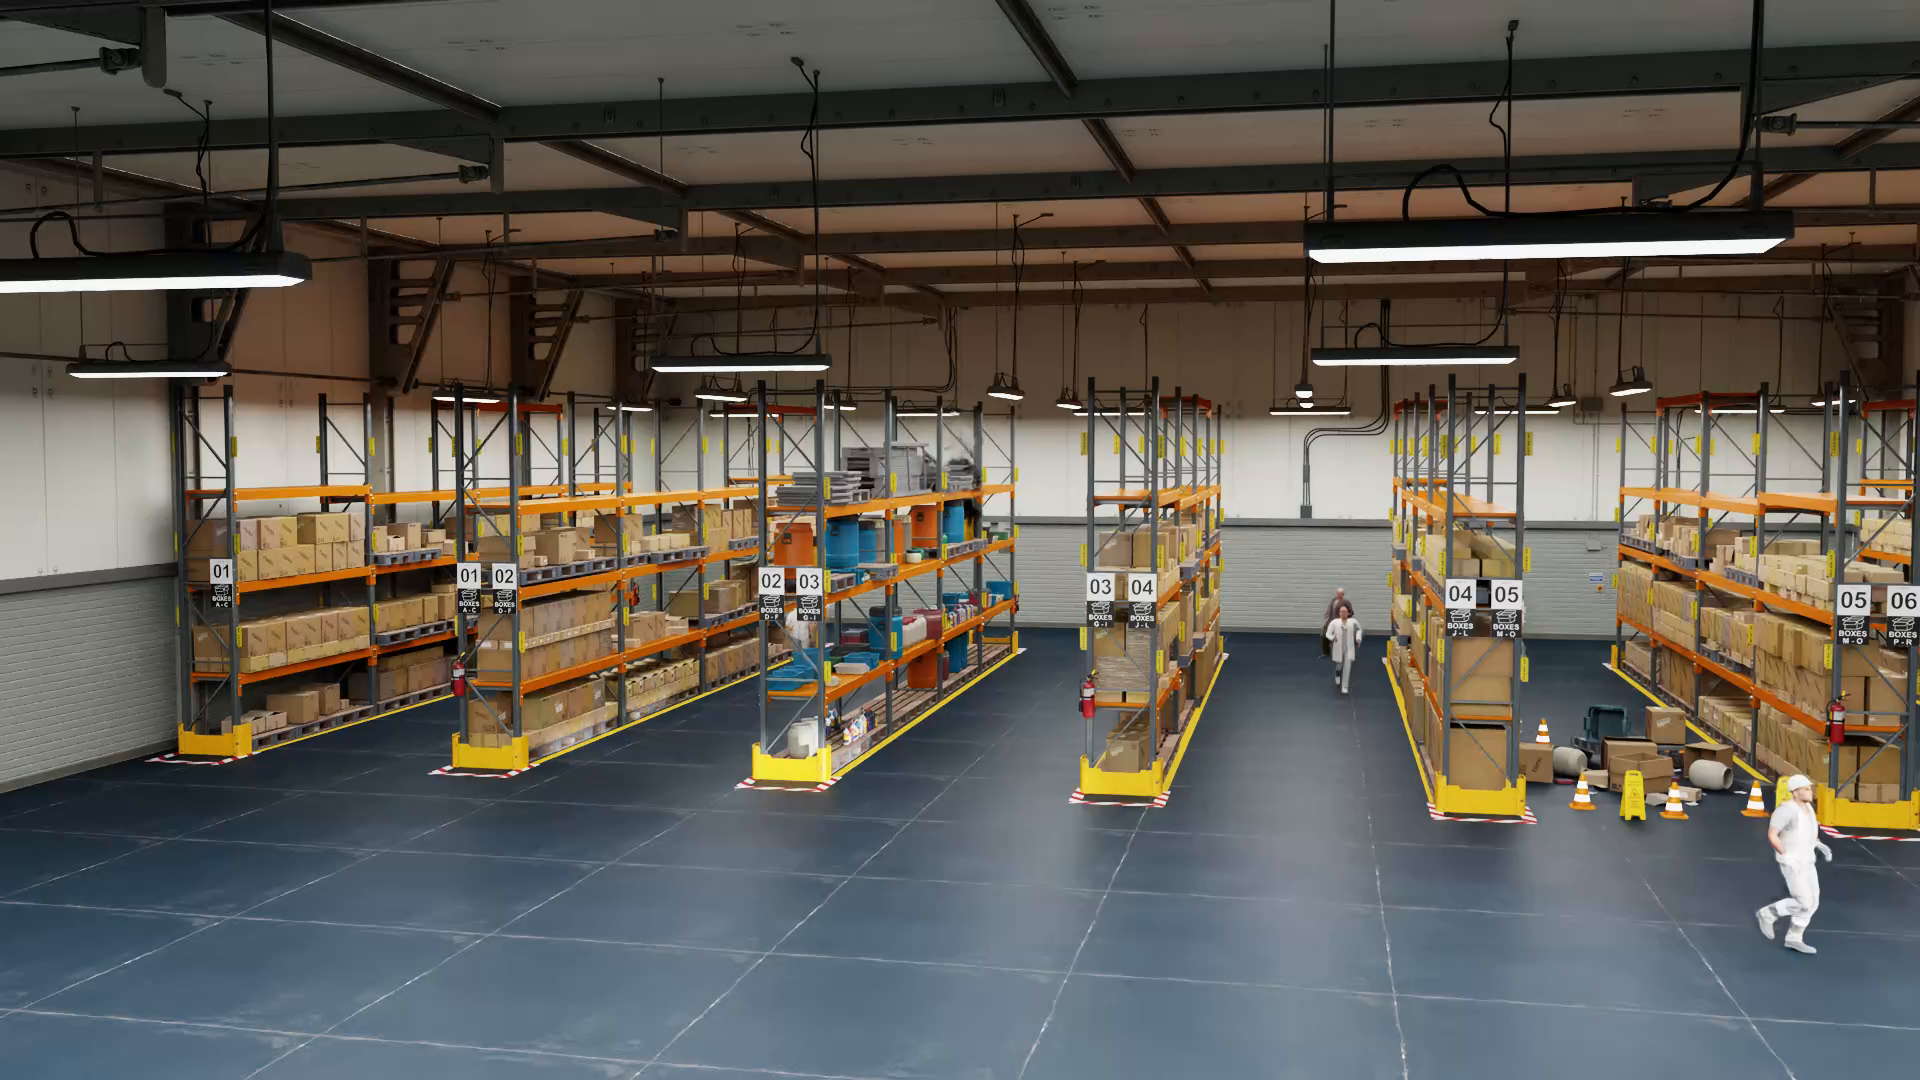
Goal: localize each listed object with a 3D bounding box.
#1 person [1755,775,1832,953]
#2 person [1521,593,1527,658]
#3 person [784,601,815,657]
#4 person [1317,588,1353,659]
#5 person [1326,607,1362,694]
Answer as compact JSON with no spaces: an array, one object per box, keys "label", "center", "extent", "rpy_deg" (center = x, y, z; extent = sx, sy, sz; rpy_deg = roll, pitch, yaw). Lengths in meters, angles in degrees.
[{"label":"person","center":[8.308,3.201,16.584],"extent":[0.678,1.756,0.593],"rpy_deg":[-2,4,-37]},{"label":"person","center":[13.087,1.969,39.268],"extent":[0.609,1.653,0.570],"rpy_deg":[1,3,15]},{"label":"person","center":[-3.222,2.029,33.399],"extent":[0.606,1.708,0.880],"rpy_deg":[0,3,-1]},{"label":"person","center":[8.967,1.981,39.271],"extent":[0.729,1.718,0.791],"rpy_deg":[-2,4,-36]},{"label":"person","center":[7.813,2.228,33.811],"extent":[0.724,1.744,1.092],"rpy_deg":[1,3,11]}]
